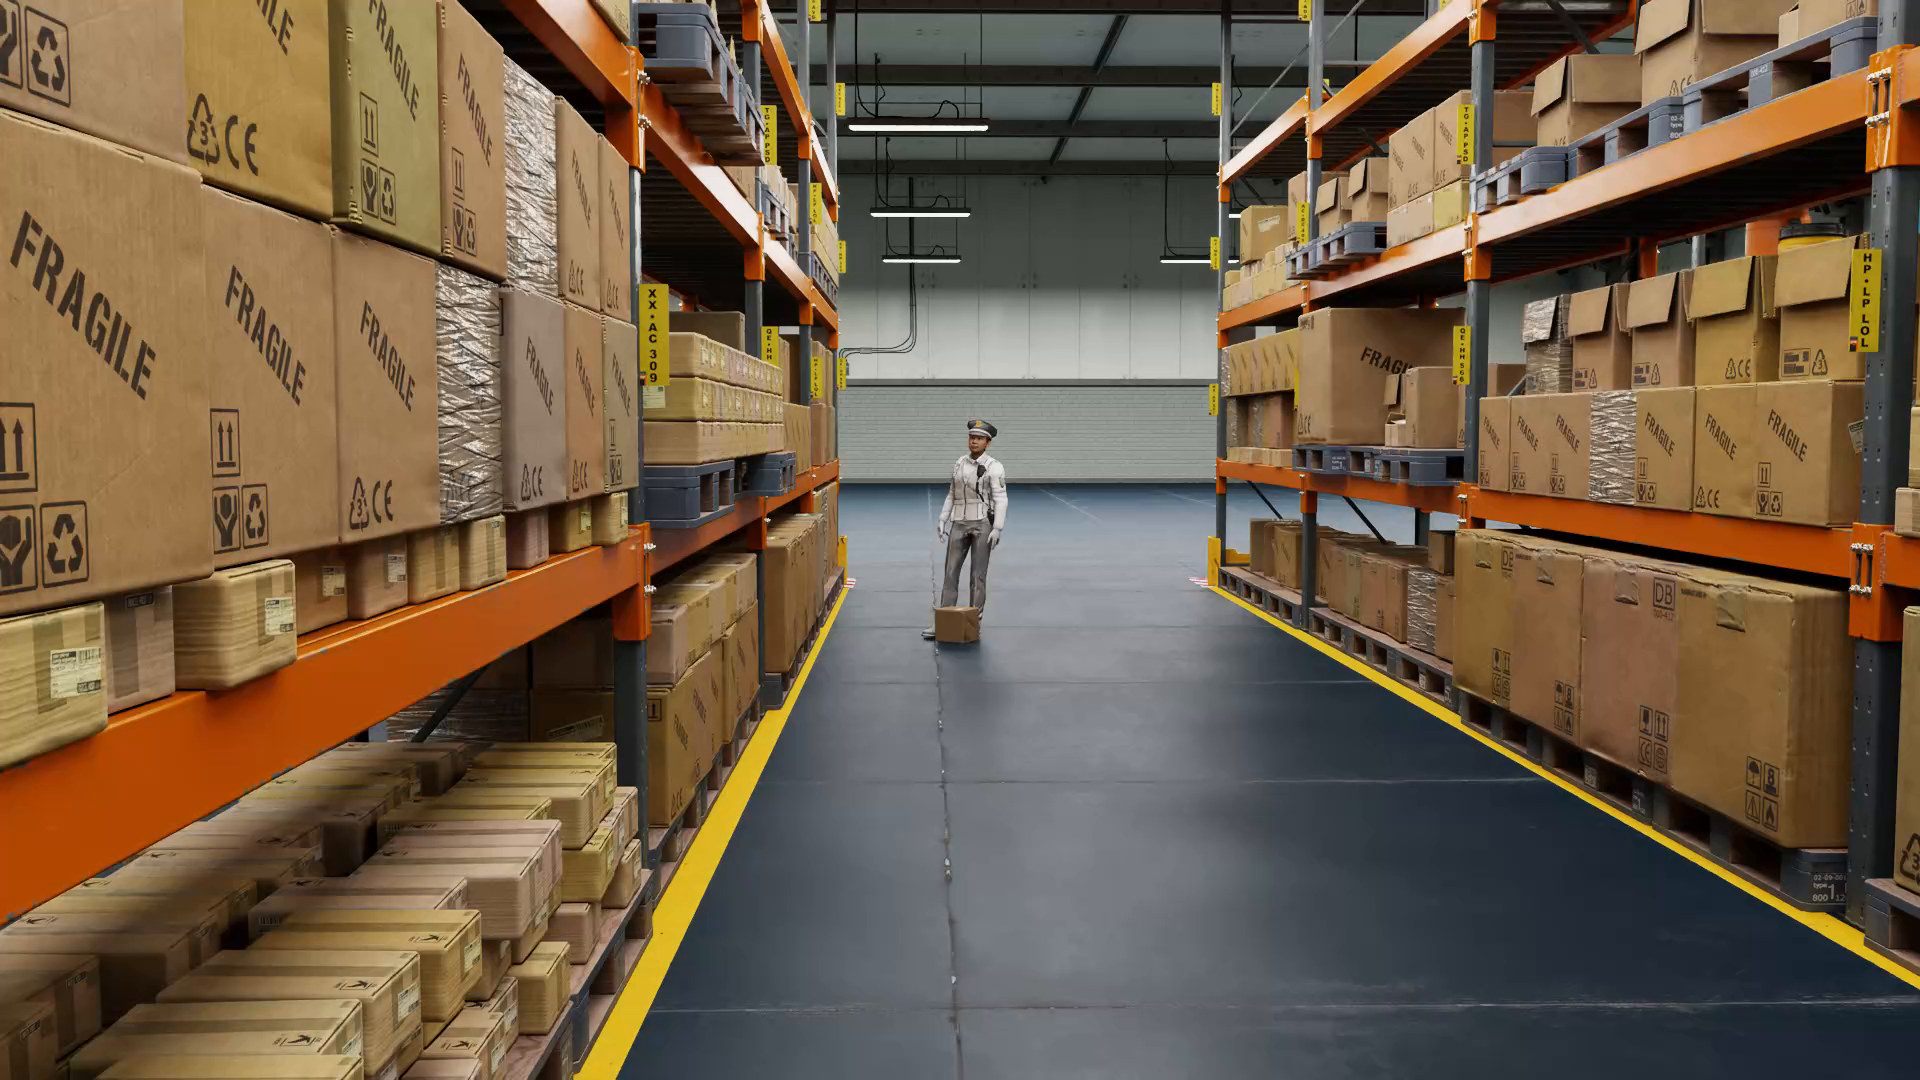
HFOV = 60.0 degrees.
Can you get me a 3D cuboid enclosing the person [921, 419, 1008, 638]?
[{"bbox_3d":[0.061,-0.090,12.949,0.587,1.694,0.530,2,5,32],"label":"person"}]
